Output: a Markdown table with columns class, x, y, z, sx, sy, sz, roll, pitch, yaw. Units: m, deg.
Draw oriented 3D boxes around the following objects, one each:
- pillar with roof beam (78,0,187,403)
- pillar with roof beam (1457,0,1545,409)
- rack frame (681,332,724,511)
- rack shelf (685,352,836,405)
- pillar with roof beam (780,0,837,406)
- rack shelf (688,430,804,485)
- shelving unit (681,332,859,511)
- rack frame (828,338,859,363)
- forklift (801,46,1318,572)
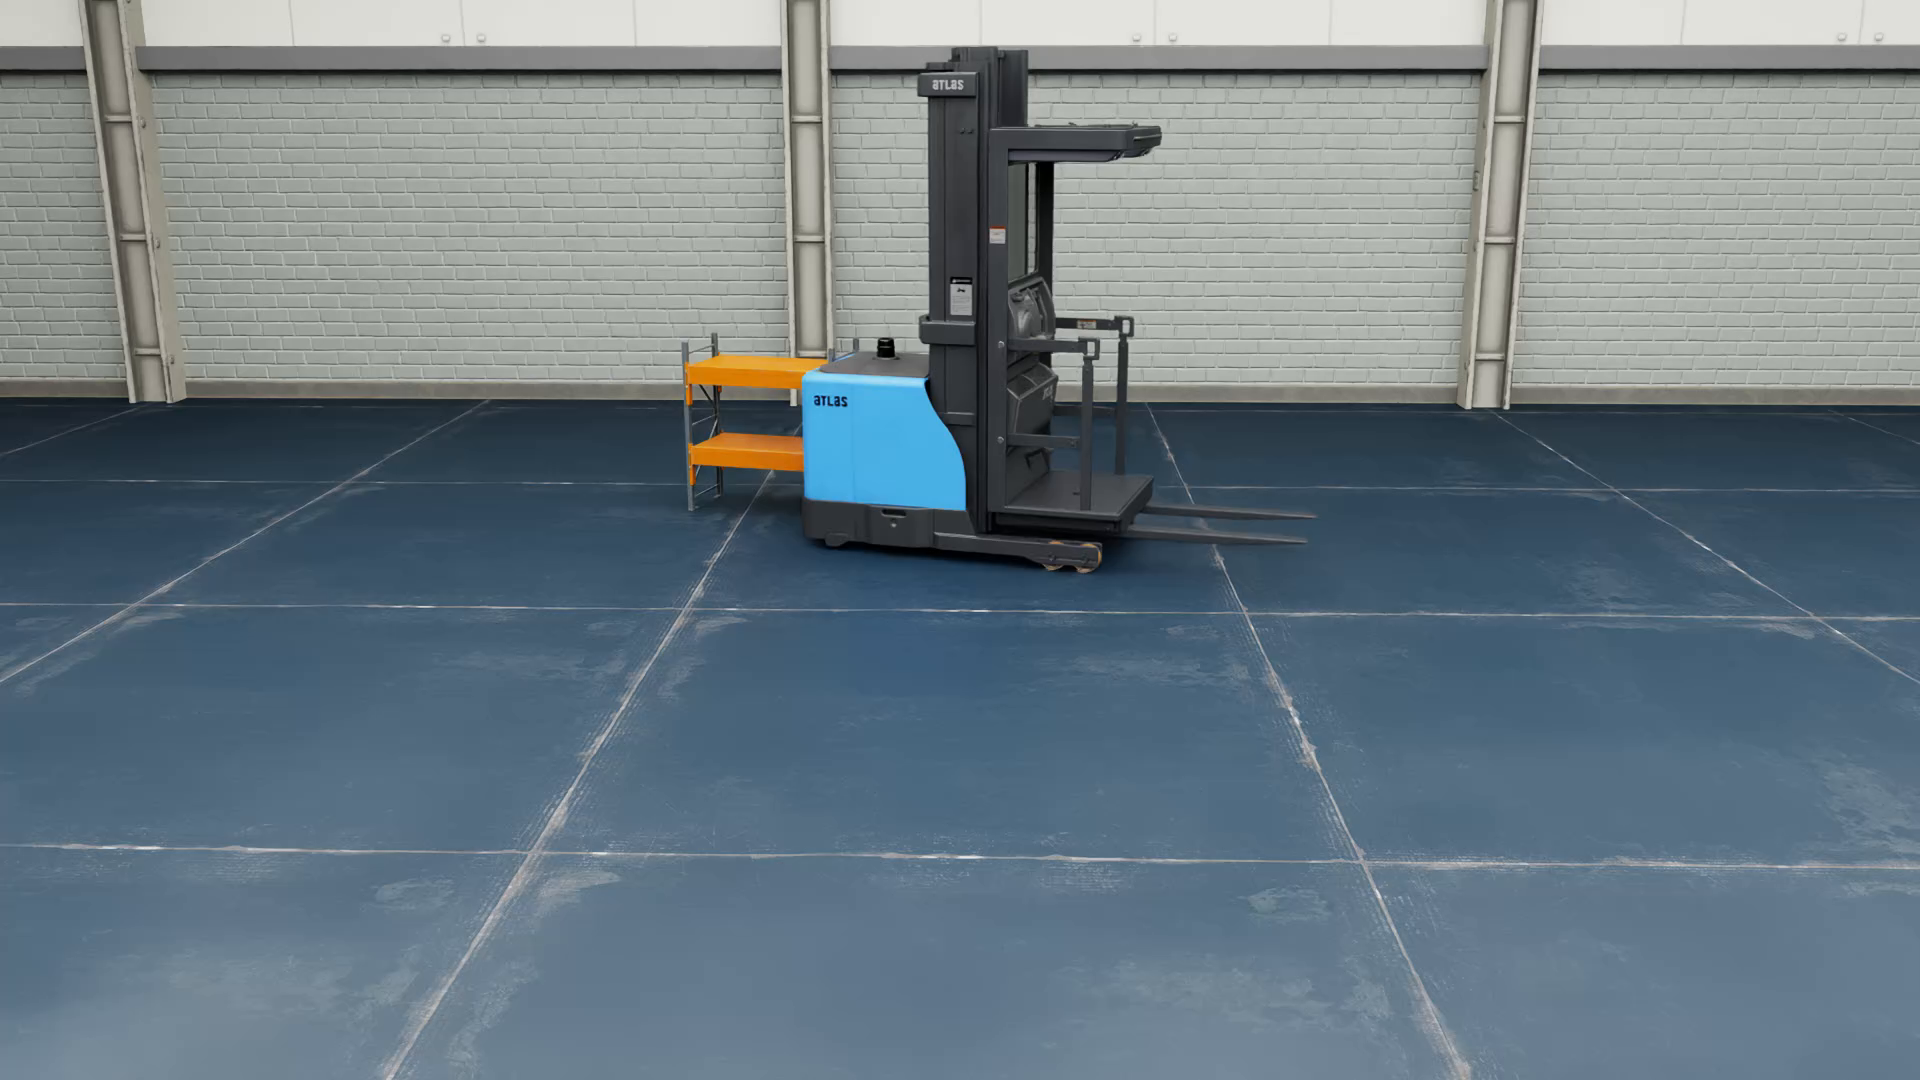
| class | x | y | z | sx | sy | sz | roll | pitch | yaw |
| --- | --- | --- | --- | --- | --- | --- | --- | --- | --- |
| pillar with roof beam | -7.426 | -4.533 | 9.880 | 0.400 | 9.000 | 9.100 | 0 | 15 | 1 |
| pillar with roof beam | 4.570 | -4.454 | 9.584 | 0.400 | 9.000 | 9.100 | 0 | 15 | 1 |
| rack frame | -1.724 | -0.799 | 11.163 | 0.032 | 1.125 | 0.500 | 4 | 15 | 16 |
| rack shelf | -1.237 | -1.045 | 10.949 | 1.000 | 0.278 | 0.538 | 4 | 15 | 16 |
| pillar with roof beam | -1.428 | -4.494 | 9.732 | 0.400 | 9.000 | 9.100 | 0 | 15 | 1 |
| rack shelf | -1.237 | -0.526 | 11.086 | 1.000 | 0.278 | 0.538 | 4 | 15 | 16 |
| shelving unit | -1.237 | -0.762 | 11.024 | 1.048 | 1.125 | 0.538 | 4 | 15 | 16 |
| rack frame | -0.749 | -0.726 | 10.885 | 0.032 | 1.125 | 0.500 | 4 | 15 | 16 |
| forklift | 0.612 | -1.381 | 9.828 | 3.031 | 2.935 | 1.130 | 4 | 15 | 16 |
